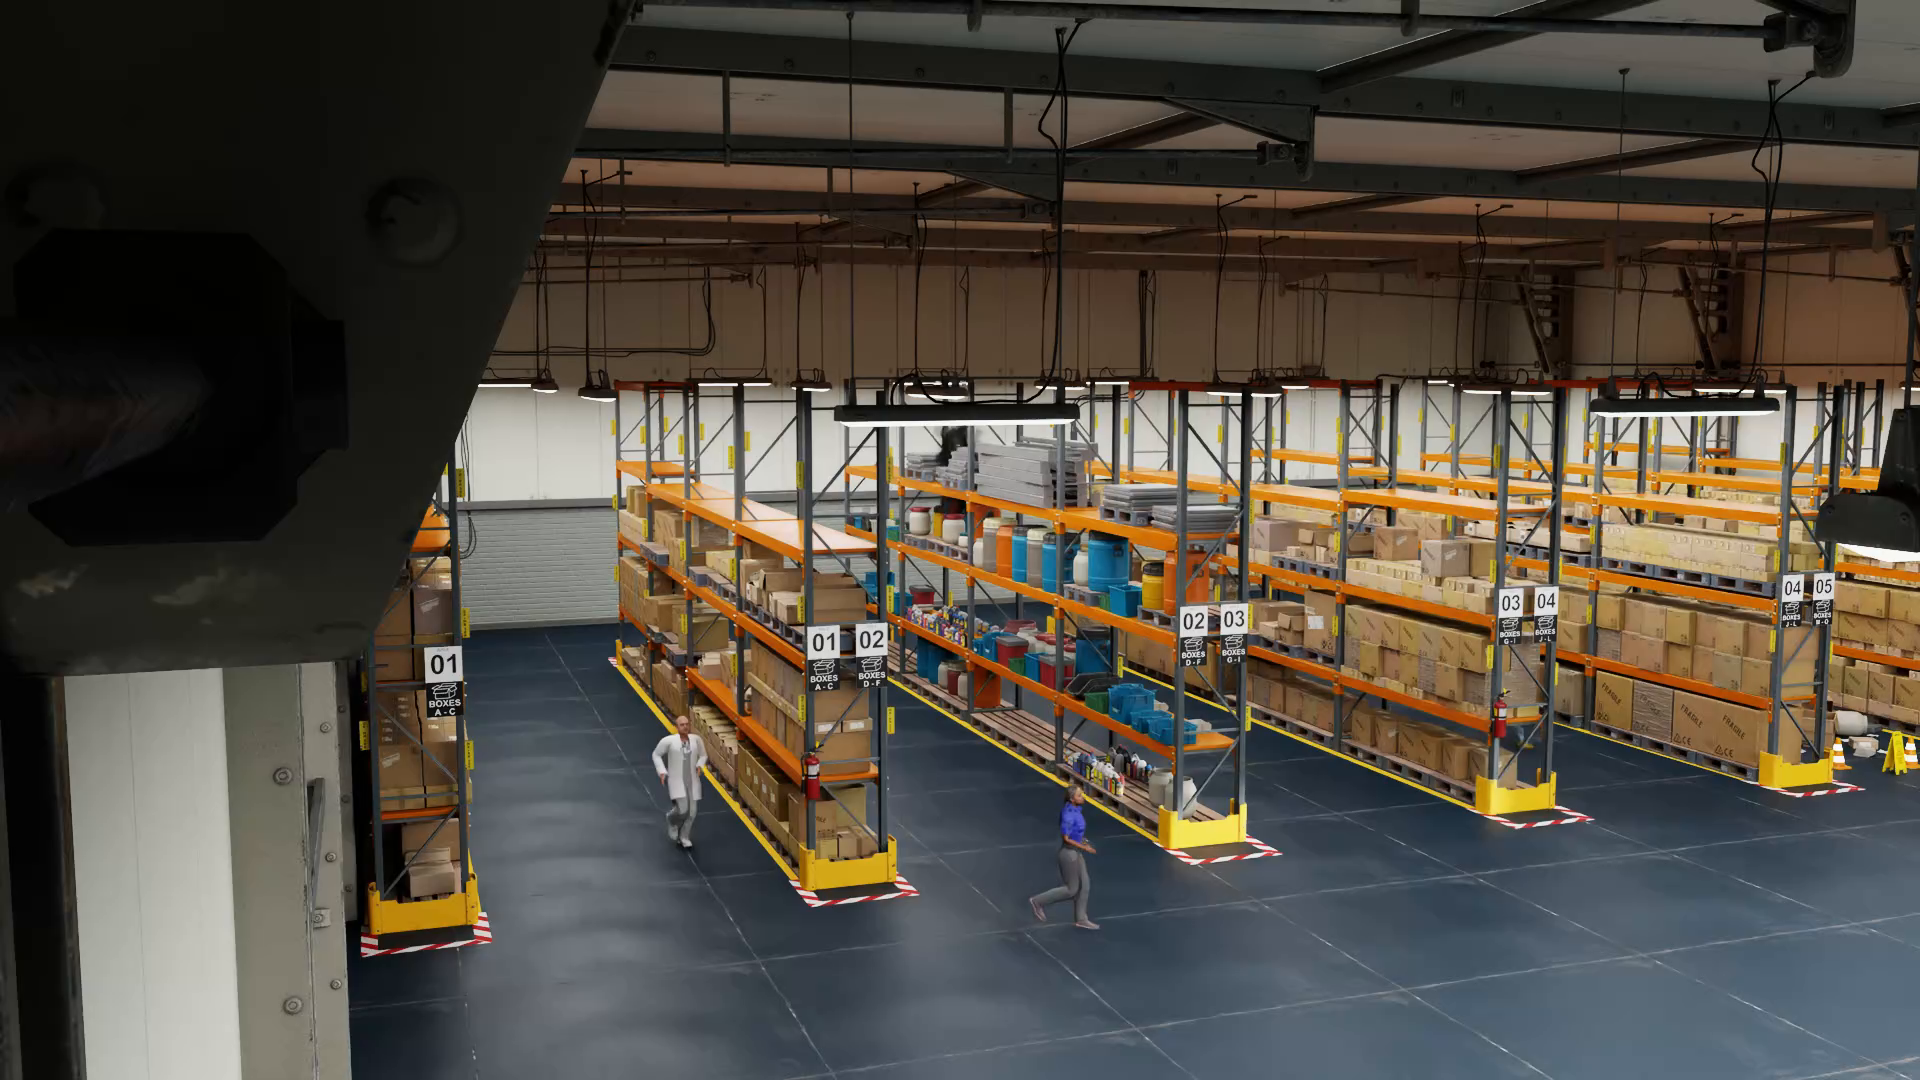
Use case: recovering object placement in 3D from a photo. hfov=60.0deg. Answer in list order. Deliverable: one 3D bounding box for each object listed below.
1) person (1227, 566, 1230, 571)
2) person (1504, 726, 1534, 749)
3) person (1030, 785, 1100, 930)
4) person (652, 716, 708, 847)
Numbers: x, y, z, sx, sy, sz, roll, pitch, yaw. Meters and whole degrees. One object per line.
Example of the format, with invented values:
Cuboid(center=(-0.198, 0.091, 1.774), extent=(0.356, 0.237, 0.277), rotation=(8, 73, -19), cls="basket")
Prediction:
Cuboid(center=(6.070, 1.415, 38.372), extent=(0.667, 1.743, 0.600), rotation=(-2, 6, -17), cls="person")
Cuboid(center=(9.199, 2.512, 27.584), extent=(0.701, 1.748, 0.990), rotation=(-3, 7, -28), cls="person")
Cuboid(center=(1.187, 3.562, 18.695), extent=(0.781, 1.651, 0.587), rotation=(1, 6, 7), cls="person")
Cuboid(center=(-3.610, 3.170, 21.761), extent=(0.704, 1.732, 0.628), rotation=(-3, 7, -30), cls="person")
